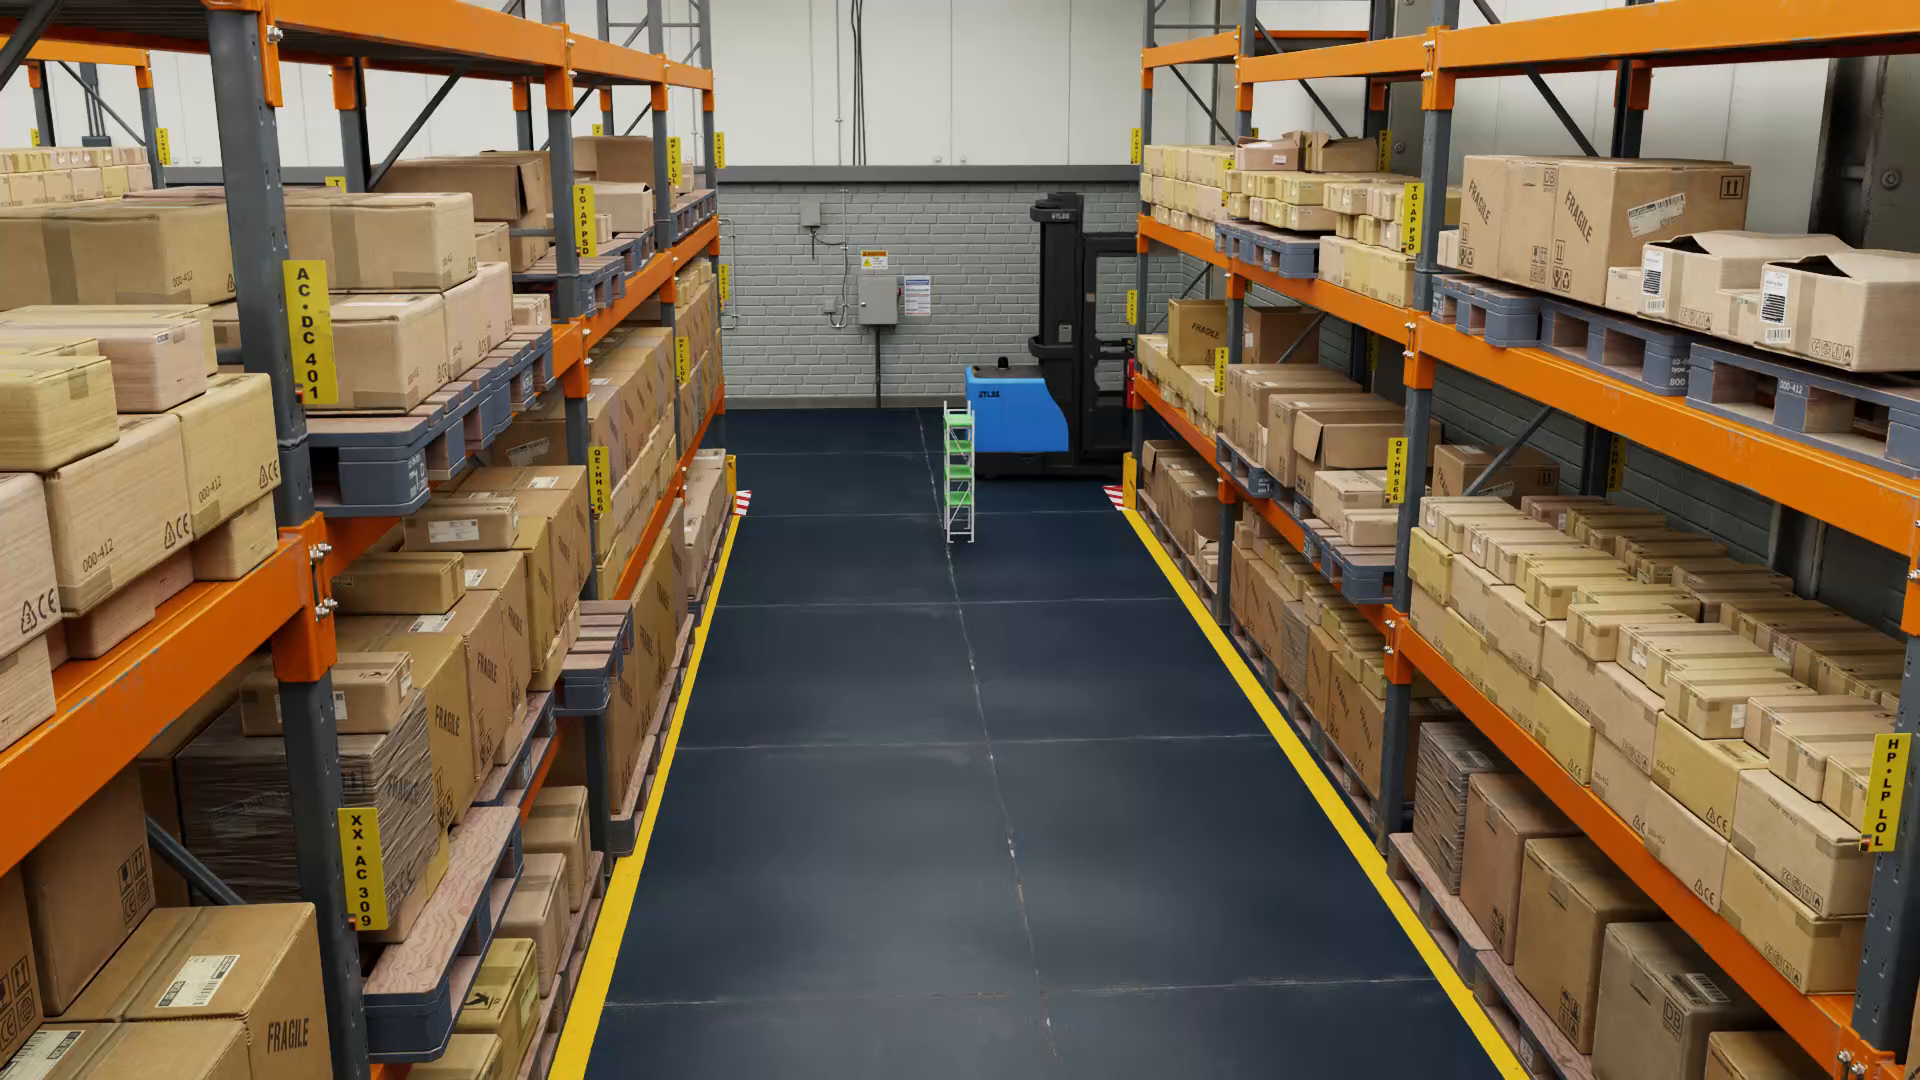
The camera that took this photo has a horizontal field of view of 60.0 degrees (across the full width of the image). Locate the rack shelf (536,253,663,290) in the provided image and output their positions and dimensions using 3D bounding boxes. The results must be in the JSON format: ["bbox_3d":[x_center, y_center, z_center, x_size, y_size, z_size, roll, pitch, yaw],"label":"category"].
[{"bbox_3d":[-2.390,-3.013,9.262,0.919,3.214,3.809,-1,14,-3],"label":"rack shelf"}]

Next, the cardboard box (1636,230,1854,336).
[{"bbox_3d":[2.600,-0.863,5.474,0.500,0.311,0.500,-1,14,-5],"label":"cardboard box"}]

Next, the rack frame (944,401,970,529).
[{"bbox_3d":[-0.025,-0.683,15.273,0.240,1.200,0.015,-1,14,-3],"label":"rack frame"}]

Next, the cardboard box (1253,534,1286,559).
[{"bbox_3d":[2.291,0.030,11.760,0.380,0.149,0.250,-1,14,-5],"label":"cardboard box"}]

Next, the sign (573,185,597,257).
[{"bbox_3d":[-1.725,-1.462,7.632,0.100,0.325,0.005,-1,14,-3],"label":"sign"}]

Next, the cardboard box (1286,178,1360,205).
[{"bbox_3d":[2.175,-2.087,9.963,0.380,0.149,0.250,-1,14,-3],"label":"cardboard box"}]

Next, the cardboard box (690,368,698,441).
[{"bbox_3d":[-2.309,-1.040,12.850,0.500,0.500,0.500,-1,14,-3],"label":"cardboard box"}]

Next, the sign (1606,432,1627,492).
[{"bbox_3d":[3.241,-0.399,8.234,0.100,0.325,0.005,-1,14,-3],"label":"sign"}]

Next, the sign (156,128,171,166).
[{"bbox_3d":[-7.141,-3.524,14.908,0.100,0.325,0.005,-1,14,-3],"label":"sign"}]

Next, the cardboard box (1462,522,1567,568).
[{"bbox_3d":[2.473,0.022,7.417,0.380,0.149,0.250,0,14,-2],"label":"cardboard box"}]

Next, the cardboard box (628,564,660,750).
[{"bbox_3d":[-14.743,-2.620,6.730,25.988,8.790,3.910,-1,14,-3],"label":"cardboard box"}]

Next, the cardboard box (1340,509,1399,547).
[{"bbox_3d":[2.264,-0.068,8.932,0.380,0.149,0.250,-1,14,-2],"label":"cardboard box"}]

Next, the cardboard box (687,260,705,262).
[{"bbox_3d":[-2.500,-2.439,14.976,0.380,0.149,0.250,-1,14,-2],"label":"cardboard box"}]

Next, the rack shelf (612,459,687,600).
[{"bbox_3d":[-2.390,0.100,10.063,1.077,0.370,4.000,-1,14,-3],"label":"rack shelf"}]

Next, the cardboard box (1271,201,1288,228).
[{"bbox_3d":[2.134,-2.009,10.255,0.380,0.149,0.250,-1,14,-2],"label":"cardboard box"}]

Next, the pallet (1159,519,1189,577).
[{"bbox_3d":[2.319,0.052,14.401,1.003,0.211,1.213,-1,14,-3],"label":"pallet"}]

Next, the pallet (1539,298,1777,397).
[{"bbox_3d":[2.891,-0.745,6.260,1.003,0.211,1.213,0,14,-1],"label":"pallet"}]

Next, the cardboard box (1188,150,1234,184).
[{"bbox_3d":[2.105,-2.964,13.207,0.500,0.250,0.500,-1,14,-2],"label":"cardboard box"}]

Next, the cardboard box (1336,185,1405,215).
[{"bbox_3d":[2.309,-1.887,9.225,0.380,0.149,0.250,-1,14,-5],"label":"cardboard box"}]

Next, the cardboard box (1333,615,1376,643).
[{"bbox_3d":[2.413,0.545,9.759,0.380,0.149,0.250,0,14,-2],"label":"cardboard box"}]

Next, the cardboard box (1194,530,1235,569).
[{"bbox_3d":[2.090,0.074,13.362,0.396,0.266,0.258,0,14,-1],"label":"cardboard box"}]

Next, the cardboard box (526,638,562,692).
[{"bbox_3d":[-1.823,0.503,6.711,0.380,0.149,0.250,-1,14,-2],"label":"cardboard box"}]

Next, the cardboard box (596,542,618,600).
[{"bbox_3d":[-2.046,0.196,8.547,0.500,0.250,0.500,-1,14,-4],"label":"cardboard box"}]

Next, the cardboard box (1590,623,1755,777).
[{"bbox_3d":[2.585,0.551,5.863,0.505,0.399,0.505,-1,14,-3],"label":"cardboard box"}]

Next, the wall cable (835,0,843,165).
[{"bbox_3d":[-2.645,-6.068,20.549,2.355,3.000,0.029,-1,14,-3],"label":"wall cable"}]

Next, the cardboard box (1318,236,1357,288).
[{"bbox_3d":[2.350,-1.582,9.437,0.500,0.250,0.500,-1,14,-3],"label":"cardboard box"}]

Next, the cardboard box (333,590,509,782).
[{"bbox_3d":[-1.810,0.479,5.505,0.500,0.500,0.500,-1,14,-4],"label":"cardboard box"}]

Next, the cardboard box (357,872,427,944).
[{"bbox_3d":[-1.737,1.019,4.706,0.380,0.149,0.250,-1,14,-3],"label":"cardboard box"}]

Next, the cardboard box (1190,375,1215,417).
[{"bbox_3d":[2.119,-1.142,13.150,0.500,0.250,0.500,-1,14,-3],"label":"cardboard box"}]

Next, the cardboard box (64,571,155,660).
[{"bbox_3d":[-1.727,0.114,3.049,0.380,0.149,0.250,-1,14,-3],"label":"cardboard box"}]

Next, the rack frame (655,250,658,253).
[{"bbox_3d":[-2.511,-0.746,11.906,0.949,2.616,0.053,-1,14,-3],"label":"rack frame"}]

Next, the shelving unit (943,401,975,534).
[{"bbox_3d":[-6.149,0.483,10.742,13.061,1.200,8.595,-1,14,-3],"label":"shelving unit"}]

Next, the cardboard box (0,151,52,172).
[{"bbox_3d":[-7.288,-2.928,12.866,0.380,0.149,0.250,-1,14,-5],"label":"cardboard box"}]

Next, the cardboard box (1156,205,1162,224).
[{"bbox_3d":[1.934,-2.874,14.662,0.380,0.149,0.250,-1,14,-2],"label":"cardboard box"}]

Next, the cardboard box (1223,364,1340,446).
[{"bbox_3d":[2.246,-0.952,11.662,0.700,0.500,0.500,-1,14,-2],"label":"cardboard box"}]

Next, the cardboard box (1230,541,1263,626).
[{"bbox_3d":[2.245,0.307,11.986,0.500,0.500,0.500,0,14,-1],"label":"cardboard box"}]

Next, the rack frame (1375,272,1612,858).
[{"bbox_3d":[2.688,0.171,8.341,1.000,3.000,0.127,-1,14,-3],"label":"rack frame"}]

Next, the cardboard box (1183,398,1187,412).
[{"bbox_3d":[2.090,-1.161,14.025,0.380,0.149,0.250,-1,14,-4],"label":"cardboard box"}]

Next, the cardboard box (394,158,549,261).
[{"bbox_3d":[-2.517,-1.699,8.547,0.700,0.500,0.500,-2,15,-6],"label":"cardboard box"}]

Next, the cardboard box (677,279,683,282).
[{"bbox_3d":[-2.404,-1.992,13.241,0.380,0.149,0.250,-1,14,-4],"label":"cardboard box"}]

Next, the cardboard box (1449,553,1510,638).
[{"bbox_3d":[2.501,0.240,7.370,0.500,0.250,0.500,0,14,-2],"label":"cardboard box"}]

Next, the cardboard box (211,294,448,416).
[{"bbox_3d":[-1.655,-0.491,4.355,0.500,0.250,0.500,-1,14,-5],"label":"cardboard box"}]

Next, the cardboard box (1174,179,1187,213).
[{"bbox_3d":[2.073,-2.846,13.752,0.500,0.250,0.500,-1,14,-4],"label":"cardboard box"}]

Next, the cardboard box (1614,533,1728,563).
[{"bbox_3d":[3.077,0.075,7.212,0.380,0.149,0.250,-1,14,-5],"label":"cardboard box"}]

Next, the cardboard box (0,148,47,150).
[{"bbox_3d":[-7.962,-3.238,14.070,0.380,0.149,0.250,-1,14,-4],"label":"cardboard box"}]

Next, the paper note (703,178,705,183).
[{"bbox_3d":[-2.051,-2.885,13.351,0.006,0.032,0.123,-1,14,-3],"label":"paper note"}]

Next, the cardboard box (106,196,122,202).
[{"bbox_3d":[-7.365,-2.784,14.106,0.500,0.250,0.500,-1,14,-3],"label":"cardboard box"}]

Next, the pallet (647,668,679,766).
[{"bbox_3d":[-2.313,1.099,10.330,1.003,0.211,1.213,-1,14,-3],"label":"pallet"}]

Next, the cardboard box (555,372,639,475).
[{"bbox_3d":[-4.655,-0.493,6.094,5.801,1.807,6.767,0,14,-2],"label":"cardboard box"}]

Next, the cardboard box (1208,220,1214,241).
[{"bbox_3d":[2.103,-2.367,12.692,0.380,0.149,0.250,0,14,-2],"label":"cardboard box"}]

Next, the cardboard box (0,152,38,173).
[{"bbox_3d":[-7.258,-2.863,12.614,0.380,0.149,0.250,0,14,-1],"label":"cardboard box"}]

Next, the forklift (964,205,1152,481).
[{"bbox_3d":[-2.552,-1.917,16.773,11.329,2.843,2.598,0,14,-2],"label":"forklift"}]

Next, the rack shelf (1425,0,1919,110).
[{"bbox_3d":[2.811,-1.695,5.800,1.077,0.370,4.000,-1,14,-3],"label":"rack shelf"}]
